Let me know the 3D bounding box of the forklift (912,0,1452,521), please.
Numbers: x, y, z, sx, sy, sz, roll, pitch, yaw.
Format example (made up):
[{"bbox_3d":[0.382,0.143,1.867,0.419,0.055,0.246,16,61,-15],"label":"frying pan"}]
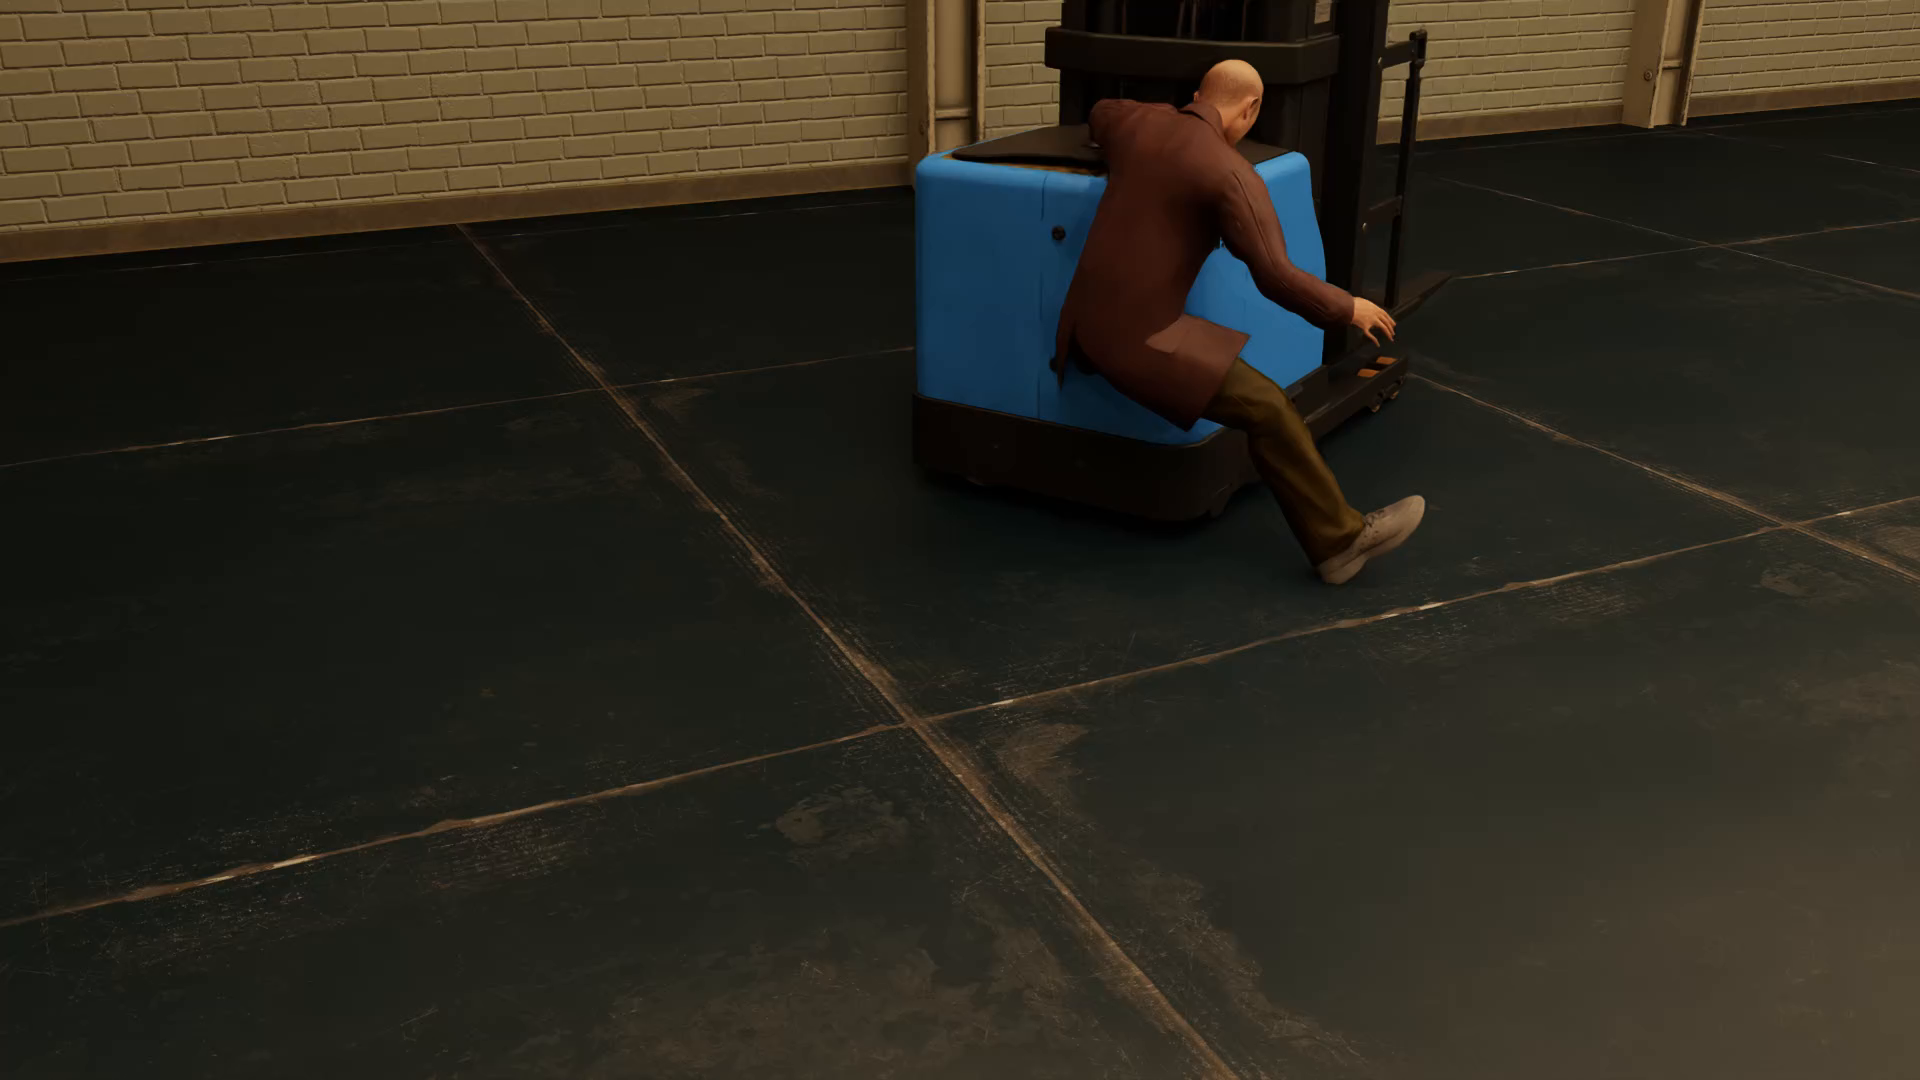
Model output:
[{"bbox_3d":[1.072,-1.922,5.914,1.130,2.935,3.031,14,26,31],"label":"forklift"}]

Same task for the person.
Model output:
[{"bbox_3d":[0.660,-0.675,4.949,0.967,1.416,1.323,-8,24,-19],"label":"person"}]
